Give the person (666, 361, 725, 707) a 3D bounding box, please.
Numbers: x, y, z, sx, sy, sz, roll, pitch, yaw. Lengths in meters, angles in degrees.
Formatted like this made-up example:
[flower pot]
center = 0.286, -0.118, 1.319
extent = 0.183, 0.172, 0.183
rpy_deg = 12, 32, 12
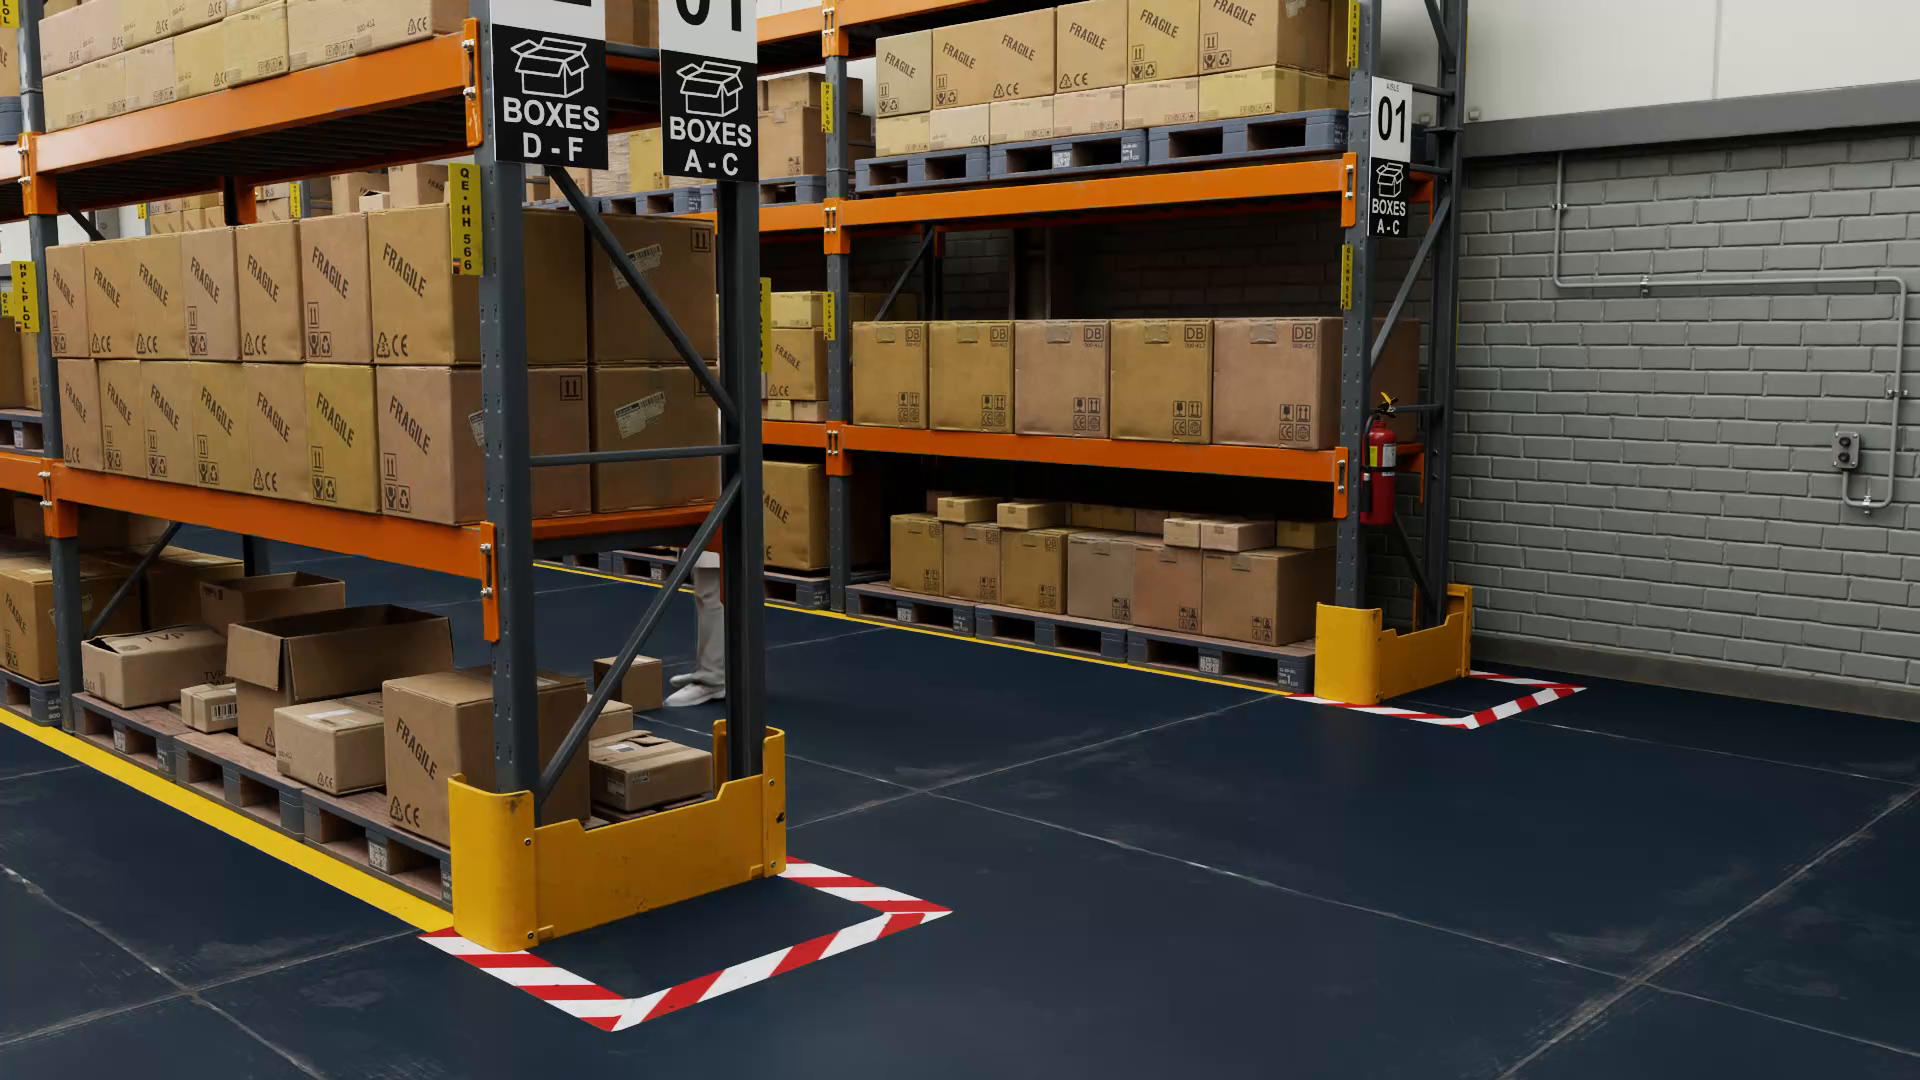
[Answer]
[person]
center = -1.410, -0.061, 8.802
extent = 0.494, 1.798, 0.637
rpy_deg = -4, 8, -29
